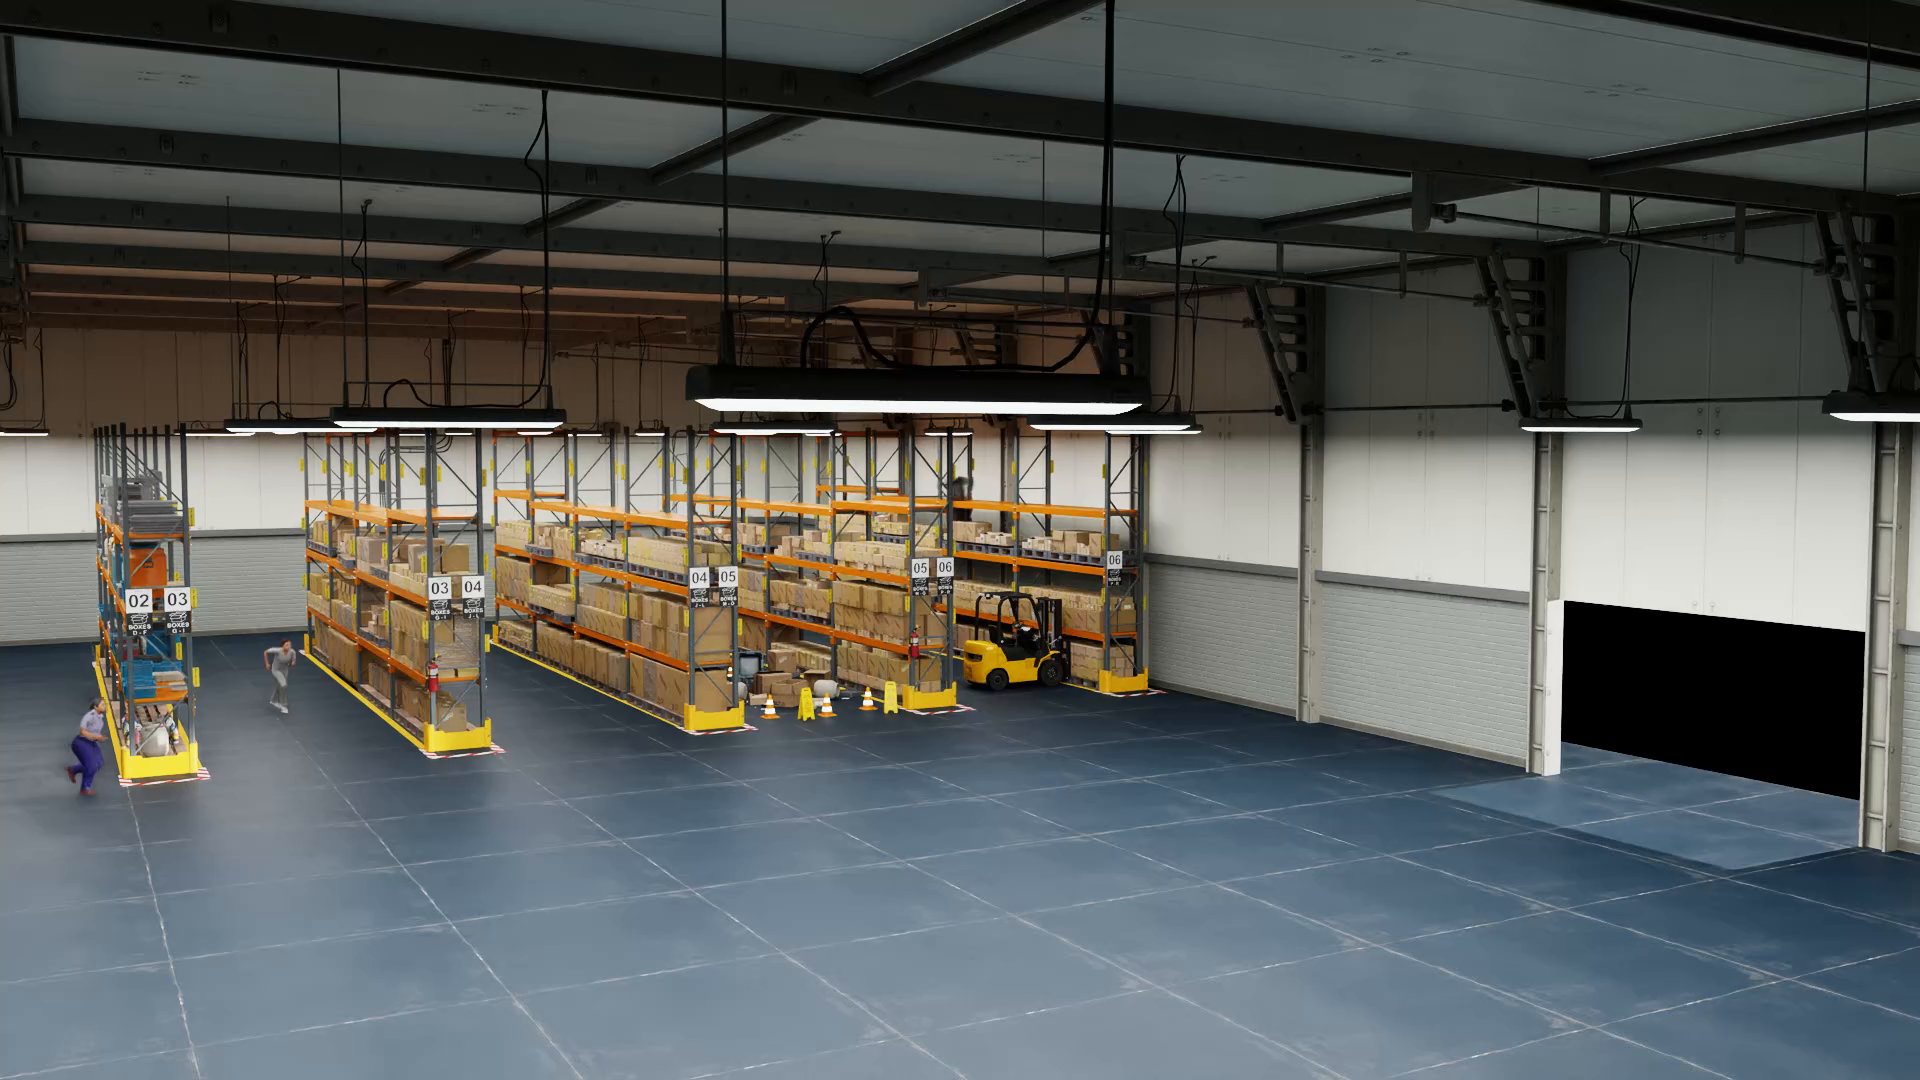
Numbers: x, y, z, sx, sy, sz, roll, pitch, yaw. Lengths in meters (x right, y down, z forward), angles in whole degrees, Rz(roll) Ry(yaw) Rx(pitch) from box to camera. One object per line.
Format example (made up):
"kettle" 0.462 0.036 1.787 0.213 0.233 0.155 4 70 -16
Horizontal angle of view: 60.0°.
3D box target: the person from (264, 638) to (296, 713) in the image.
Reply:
"person" -14.322 2.845 34.968 0.954 1.608 0.612 3 5 45

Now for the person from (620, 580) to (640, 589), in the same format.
"person" -10.078 1.768 50.884 0.676 1.753 0.947 3 4 39

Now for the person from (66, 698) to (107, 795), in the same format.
"person" -14.074 3.334 26.800 0.682 1.585 0.591 0 3 0
